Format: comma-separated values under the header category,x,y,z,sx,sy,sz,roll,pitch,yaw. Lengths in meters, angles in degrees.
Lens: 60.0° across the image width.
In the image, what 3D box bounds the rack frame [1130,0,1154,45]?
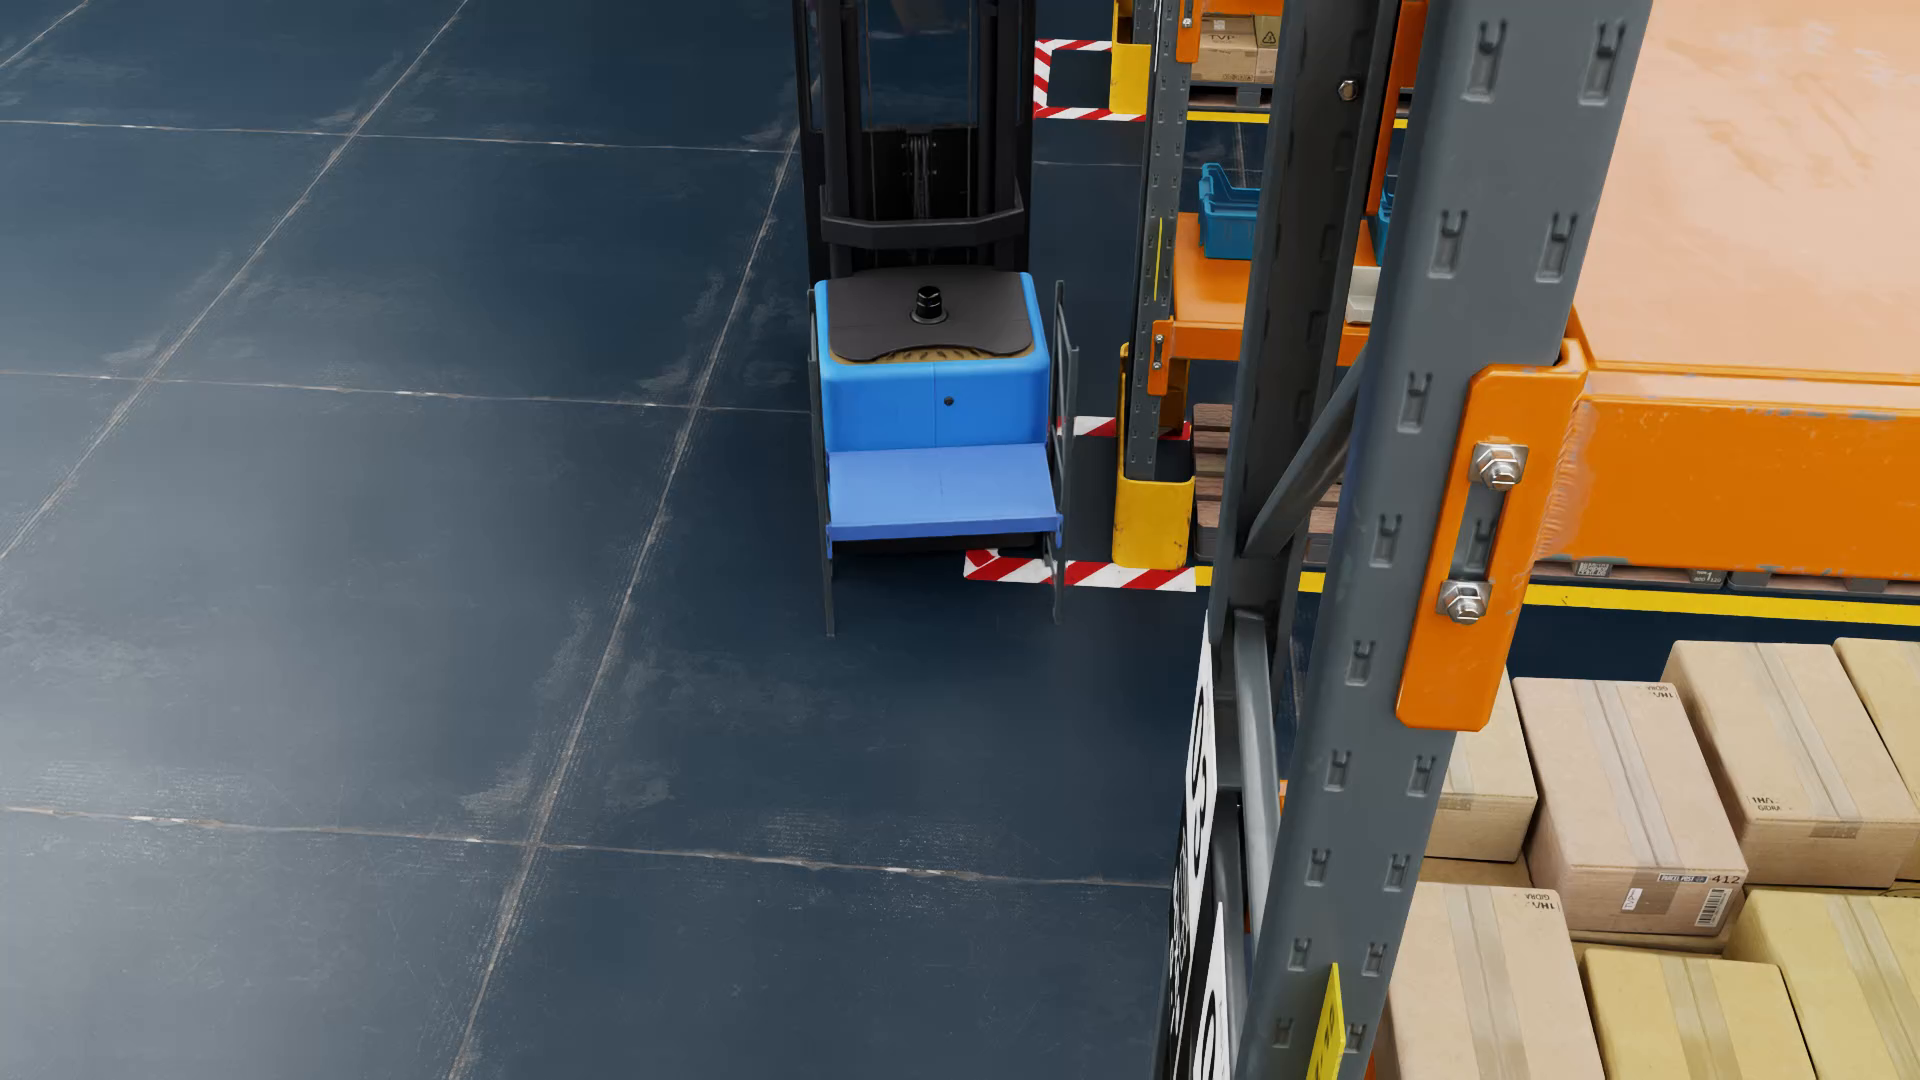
category,x,y,z,sx,sy,sz,roll,pitch,yaw
rack frame,1.283,-4.486,11.056,0.127,3.000,1.000,3,39,4

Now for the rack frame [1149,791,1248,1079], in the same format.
category,x,y,z,sx,sy,sz,roll,pitch,yaw
rack frame,0.424,1.744,3.402,0.127,3.000,1.000,3,39,4

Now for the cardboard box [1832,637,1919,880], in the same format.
category,x,y,z,sx,sy,sz,roll,pitch,yaw
cardboard box,1.511,0.336,2.559,0.250,0.149,0.380,3,39,4

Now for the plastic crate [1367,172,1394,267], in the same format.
category,x,y,z,sx,sy,sz,roll,pitch,yaw
plastic crate,2.023,-1.435,7.426,0.408,0.251,0.499,3,39,4

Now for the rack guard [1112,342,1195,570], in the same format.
category,x,y,z,sx,sy,sz,roll,pitch,yaw
rack guard,0.931,-0.427,8.049,0.348,0.500,1.175,3,39,4

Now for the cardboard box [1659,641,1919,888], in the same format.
category,x,y,z,sx,sy,sz,roll,pitch,yaw
cardboard box,1.259,0.337,2.557,0.250,0.149,0.380,2,39,2

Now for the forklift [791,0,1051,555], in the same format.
category,x,y,z,sx,sy,sz,roll,pitch,yaw
forklift,-0.224,-1.982,8.034,1.130,2.935,3.031,-3,39,-4

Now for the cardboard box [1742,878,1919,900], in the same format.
category,x,y,z,sx,sy,sz,roll,pitch,yaw
cardboard box,1.424,0.531,2.635,0.500,0.250,0.500,3,39,4

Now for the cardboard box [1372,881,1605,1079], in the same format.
category,x,y,z,sx,sy,sz,roll,pitch,yaw
cardboard box,0.679,0.645,2.179,0.250,0.149,0.380,3,39,4

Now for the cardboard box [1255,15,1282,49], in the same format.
category,x,y,z,sx,sy,sz,roll,pitch,yaw
cardboard box,2.296,-3.678,11.315,0.500,0.500,0.500,3,39,4

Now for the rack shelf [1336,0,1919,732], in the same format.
category,x,y,z,sx,sy,sz,roll,pitch,yaw
rack shelf,2.417,-0.194,1.602,4.000,0.370,1.077,3,39,4

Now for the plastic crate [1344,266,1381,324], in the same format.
category,x,y,z,sx,sy,sz,roll,pitch,yaw
plastic crate,1.715,-1.018,7.004,0.250,0.136,0.298,3,39,4

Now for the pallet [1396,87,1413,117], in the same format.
category,x,y,z,sx,sy,sz,roll,pitch,yaw
pallet,3.260,-3.321,11.834,1.213,0.211,1.003,3,39,4

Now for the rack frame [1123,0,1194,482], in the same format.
category,x,y,z,sx,sy,sz,roll,pitch,yaw
rack frame,0.852,-1.371,7.229,0.127,3.000,1.000,3,39,4

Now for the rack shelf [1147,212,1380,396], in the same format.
category,x,y,z,sx,sy,sz,roll,pitch,yaw
rack shelf,2.844,-0.983,7.322,4.000,0.370,1.077,3,39,4

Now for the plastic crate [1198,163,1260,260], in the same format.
category,x,y,z,sx,sy,sz,roll,pitch,yaw
plastic crate,1.376,-1.474,7.473,0.616,0.251,0.499,3,39,4

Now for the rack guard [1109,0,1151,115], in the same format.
category,x,y,z,sx,sy,sz,roll,pitch,yaw
rack guard,1.259,-3.518,11.847,0.348,0.500,1.175,3,39,4

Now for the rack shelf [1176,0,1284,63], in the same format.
category,x,y,z,sx,sy,sz,roll,pitch,yaw
rack shelf,2.844,-2.146,6.375,4.000,0.370,1.077,3,39,4

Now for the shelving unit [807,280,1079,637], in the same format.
category,x,y,z,sx,sy,sz,roll,pitch,yaw
shelving unit,-0.082,-0.316,7.102,1.048,1.500,0.538,-3,42,-3

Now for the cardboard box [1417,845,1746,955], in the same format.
category,x,y,z,sx,sy,sz,roll,pitch,yaw
cardboard box,0.926,0.505,2.666,0.500,0.250,0.500,4,39,5

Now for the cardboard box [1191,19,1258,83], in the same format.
category,x,y,z,sx,sy,sz,roll,pitch,yaw
cardboard box,1.798,-3.413,11.584,0.500,0.250,0.500,3,39,4

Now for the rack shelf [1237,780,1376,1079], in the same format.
category,x,y,z,sx,sy,sz,roll,pitch,yaw
rack shelf,2.417,0.969,2.548,4.000,0.370,1.077,3,39,4

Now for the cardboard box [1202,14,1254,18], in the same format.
category,x,y,z,sx,sy,sz,roll,pitch,yaw
cardboard box,1.843,-4.031,11.749,0.500,0.500,0.500,3,39,4

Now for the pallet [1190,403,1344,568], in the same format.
category,x,y,z,sx,sy,sz,roll,pitch,yaw
pallet,1.740,-0.267,8.082,1.213,0.211,1.003,3,39,4

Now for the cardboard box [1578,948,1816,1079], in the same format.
category,x,y,z,sx,sy,sz,roll,pitch,yaw
cardboard box,0.929,0.720,2.087,0.250,0.149,0.380,4,39,5

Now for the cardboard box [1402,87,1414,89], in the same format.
category,x,y,z,sx,sy,sz,roll,pitch,yaw
cardboard box,3.292,-3.331,11.482,0.500,0.250,0.500,3,39,4

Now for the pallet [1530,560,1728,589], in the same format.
category,x,y,z,sx,sy,sz,roll,pitch,yaw
pallet,2.952,-0.199,7.998,1.213,0.211,1.003,3,39,4

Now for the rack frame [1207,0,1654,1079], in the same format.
category,x,y,z,sx,sy,sz,roll,pitch,yaw
rack frame,0.424,-0.583,1.508,0.127,3.000,1.000,3,39,4

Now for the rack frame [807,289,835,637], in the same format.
category,x,y,z,sx,sy,sz,roll,pitch,yaw
rack frame,-0.589,-0.293,7.073,0.032,1.500,0.500,-3,42,-3

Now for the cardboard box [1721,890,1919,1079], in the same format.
category,x,y,z,sx,sy,sz,roll,pitch,yaw
cardboard box,1.191,0.656,2.166,0.250,0.149,0.380,2,39,3

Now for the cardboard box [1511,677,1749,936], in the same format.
category,x,y,z,sx,sy,sz,roll,pitch,yaw
cardboard box,0.977,0.391,2.491,0.250,0.149,0.380,2,39,2

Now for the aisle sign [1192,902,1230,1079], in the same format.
category,x,y,z,sx,sy,sz,roll,pitch,yaw
aisle sign,0.337,0.921,2.353,0.004,0.787,0.394,3,39,4

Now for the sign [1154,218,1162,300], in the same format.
category,x,y,z,sx,sy,sz,roll,pitch,yaw
sign,0.800,-1.133,6.717,0.005,0.325,0.100,3,39,4

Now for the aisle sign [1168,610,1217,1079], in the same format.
category,x,y,z,sx,sy,sz,roll,pitch,yaw
aisle sign,0.388,0.544,2.817,0.004,0.787,0.394,3,39,4

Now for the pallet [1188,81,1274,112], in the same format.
category,x,y,z,sx,sy,sz,roll,pitch,yaw
pallet,2.048,-3.389,11.917,1.213,0.211,1.003,3,39,4

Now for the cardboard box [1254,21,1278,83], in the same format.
category,x,y,z,sx,sy,sz,roll,pitch,yaw
cardboard box,2.296,-3.389,11.553,0.500,0.250,0.500,3,39,4

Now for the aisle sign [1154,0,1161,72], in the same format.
category,x,y,z,sx,sy,sz,roll,pitch,yaw
aisle sign,0.755,-2.199,6.187,0.004,0.787,0.394,3,39,4

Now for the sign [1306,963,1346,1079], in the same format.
category,x,y,z,sx,sy,sz,roll,pitch,yaw
sign,0.378,0.583,1.760,0.005,0.325,0.100,3,39,4

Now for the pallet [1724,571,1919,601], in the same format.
category,x,y,z,sx,sy,sz,roll,pitch,yaw
pallet,4.171,-0.135,7.919,1.213,0.211,1.003,3,39,4

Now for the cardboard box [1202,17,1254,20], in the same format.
category,x,y,z,sx,sy,sz,roll,pitch,yaw
cardboard box,1.842,-3.739,11.984,0.500,0.250,0.500,3,39,4

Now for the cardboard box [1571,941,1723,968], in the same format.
category,x,y,z,sx,sy,sz,roll,pitch,yaw
cardboard box,0.882,0.828,2.270,0.500,0.250,0.500,4,39,5

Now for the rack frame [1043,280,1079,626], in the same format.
category,x,y,z,sx,sy,sz,roll,pitch,yaw
rack frame,0.425,-0.340,7.131,0.032,1.500,0.500,-3,42,-3

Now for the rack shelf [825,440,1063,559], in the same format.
category,x,y,z,sx,sy,sz,roll,pitch,yaw
rack shelf,-0.082,-0.182,7.222,1.000,0.185,0.538,-3,42,-3

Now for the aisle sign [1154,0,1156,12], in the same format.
category,x,y,z,sx,sy,sz,roll,pitch,yaw
aisle sign,0.805,-2.570,6.642,0.004,0.787,0.394,3,39,4

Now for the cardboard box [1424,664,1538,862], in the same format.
category,x,y,z,sx,sy,sz,roll,pitch,yaw
cardboard box,0.728,0.303,2.599,0.250,0.149,0.380,3,39,4
